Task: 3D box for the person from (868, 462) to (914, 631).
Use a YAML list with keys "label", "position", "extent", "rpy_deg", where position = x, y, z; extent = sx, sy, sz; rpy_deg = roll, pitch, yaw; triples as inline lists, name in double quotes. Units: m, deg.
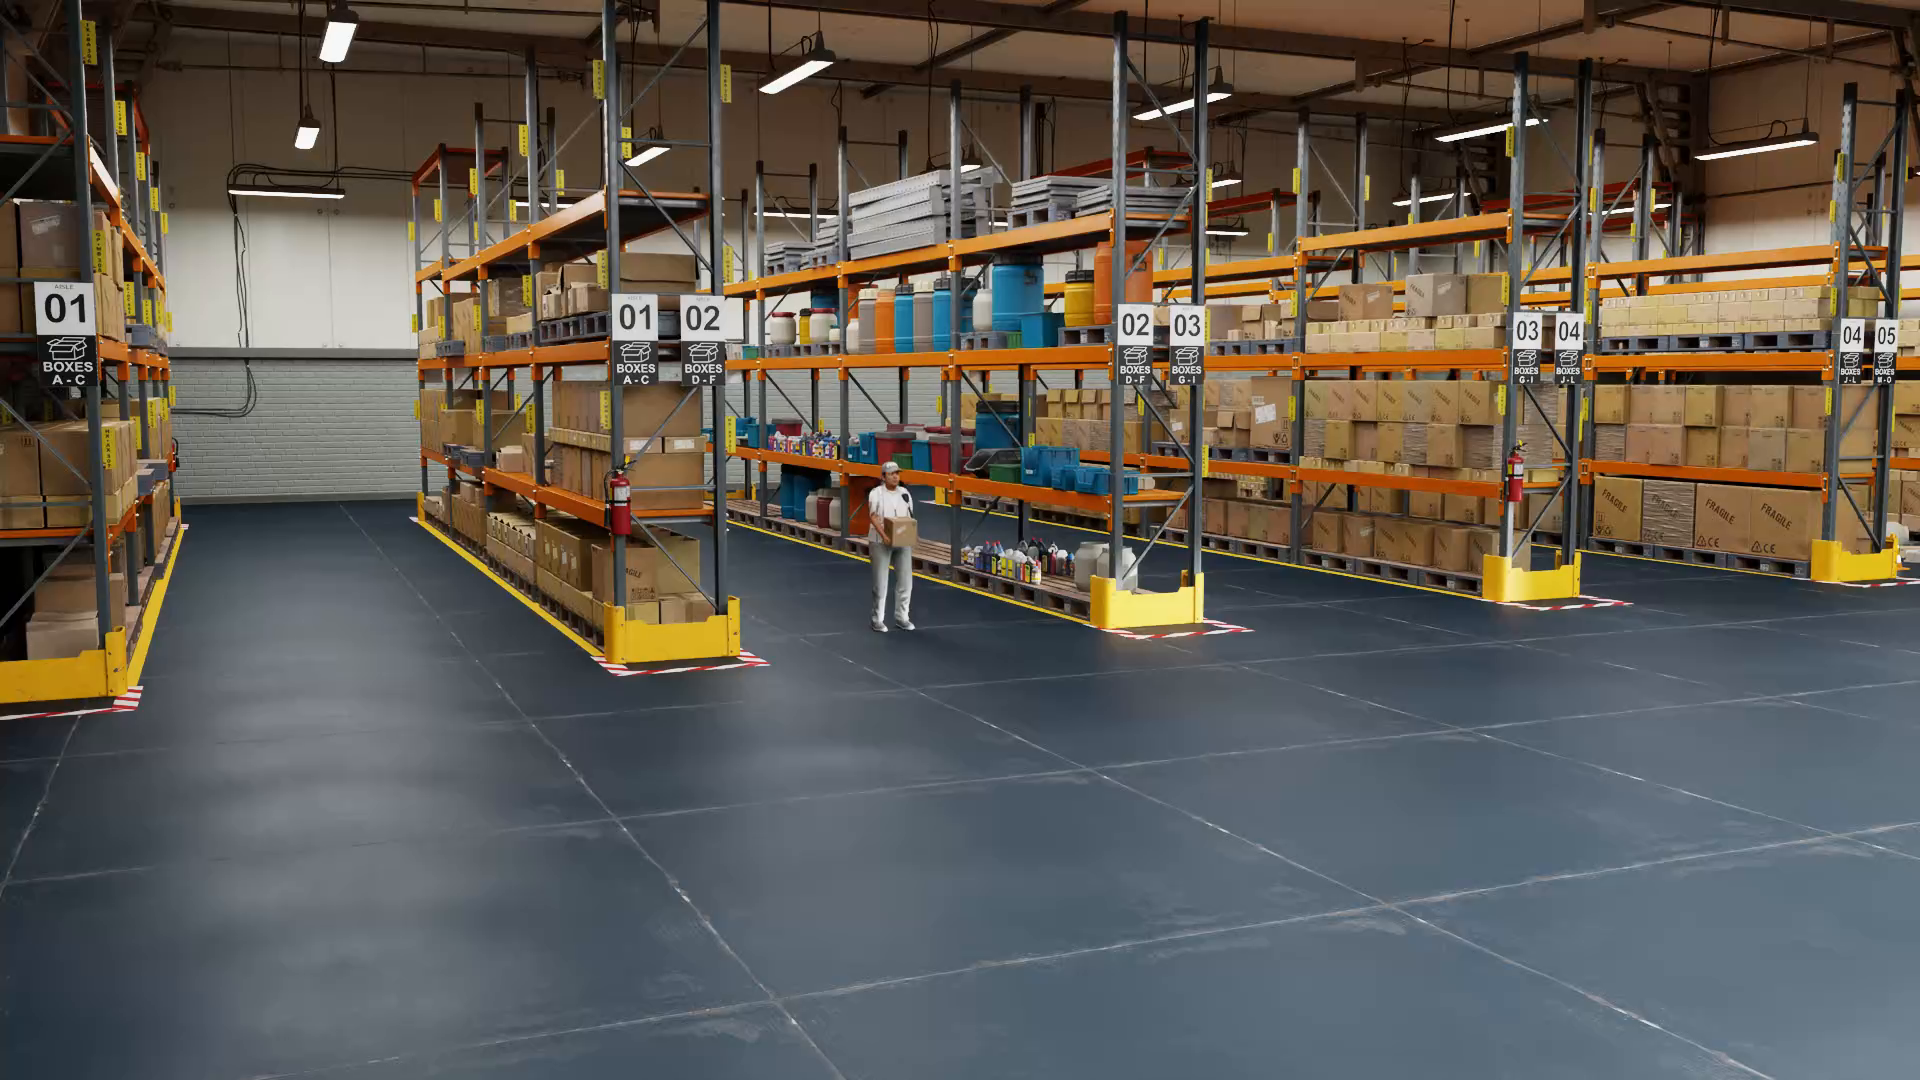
- label: "person"
  position: [-0.654, 0.064, 16.382]
  extent: [0.453, 1.653, 0.535]
  rpy_deg: [-2, 6, -24]
